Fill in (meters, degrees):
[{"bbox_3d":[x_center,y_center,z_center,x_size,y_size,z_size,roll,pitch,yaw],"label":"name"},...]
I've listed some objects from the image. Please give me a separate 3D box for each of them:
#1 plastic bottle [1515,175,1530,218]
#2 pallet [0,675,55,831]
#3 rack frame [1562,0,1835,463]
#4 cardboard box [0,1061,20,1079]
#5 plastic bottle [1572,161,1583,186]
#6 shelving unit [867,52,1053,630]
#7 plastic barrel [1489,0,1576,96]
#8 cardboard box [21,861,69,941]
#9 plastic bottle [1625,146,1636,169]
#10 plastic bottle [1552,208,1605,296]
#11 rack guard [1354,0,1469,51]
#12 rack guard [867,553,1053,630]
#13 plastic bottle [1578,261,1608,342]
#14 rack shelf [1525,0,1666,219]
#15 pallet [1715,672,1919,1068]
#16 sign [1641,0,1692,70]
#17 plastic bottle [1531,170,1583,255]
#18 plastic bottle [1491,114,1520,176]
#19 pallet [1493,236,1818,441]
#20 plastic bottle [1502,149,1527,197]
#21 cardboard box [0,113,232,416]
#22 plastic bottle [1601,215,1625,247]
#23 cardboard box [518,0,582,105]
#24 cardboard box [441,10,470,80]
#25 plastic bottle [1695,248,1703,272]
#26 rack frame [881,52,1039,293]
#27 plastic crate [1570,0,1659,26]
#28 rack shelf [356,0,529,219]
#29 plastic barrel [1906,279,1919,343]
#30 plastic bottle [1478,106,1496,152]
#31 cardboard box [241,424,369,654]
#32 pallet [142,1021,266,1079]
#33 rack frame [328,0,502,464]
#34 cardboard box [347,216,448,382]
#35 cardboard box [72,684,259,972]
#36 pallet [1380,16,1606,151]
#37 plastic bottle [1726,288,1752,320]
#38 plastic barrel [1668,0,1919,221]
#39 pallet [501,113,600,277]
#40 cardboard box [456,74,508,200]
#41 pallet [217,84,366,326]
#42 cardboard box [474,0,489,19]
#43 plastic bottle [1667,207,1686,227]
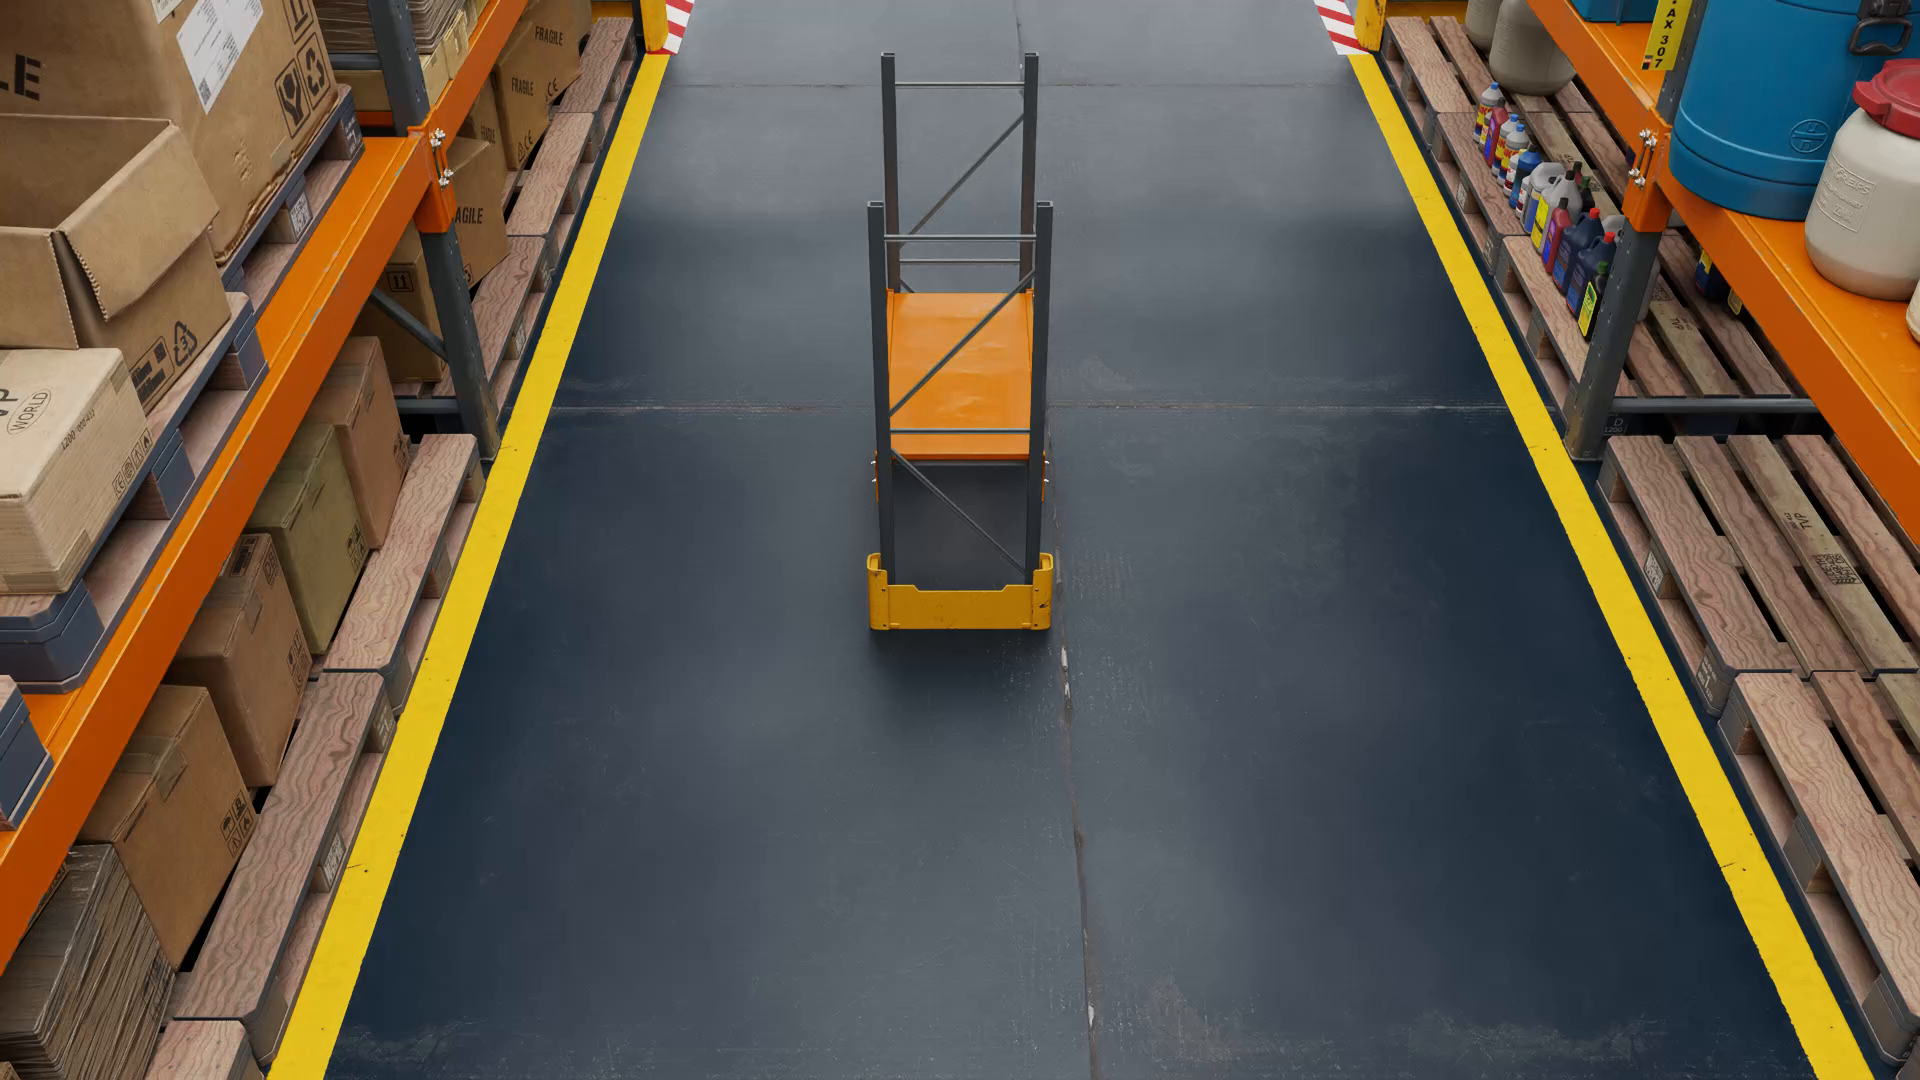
[{"bbox_3d":[2.431,-1.473,7.075,0.097,0.201,0.097,0,39,0],"label":"plastic bottle"},{"bbox_3d":[-2.311,0.641,2.705,1.213,0.211,1.003,0,39,0],"label":"pallet"},{"bbox_3d":[2.745,-1.493,5.215,1.000,3.000,0.127,0,39,0],"label":"rack frame"},{"bbox_3d":[-2.224,1.396,3.256,0.700,0.500,0.500,-2,39,-2],"label":"cardboard box"},{"bbox_3d":[2.565,-1.432,6.958,0.061,0.283,0.133,0,39,0],"label":"plastic bottle"},{"bbox_3d":[0.000,-0.633,5.340,0.587,1.500,1.083,0,39,0],"label":"shelving unit"},{"bbox_3d":[2.818,-2.463,8.078,0.421,0.512,0.421,0,39,0],"label":"plastic barrel"},{"bbox_3d":[-2.245,0.772,3.435,0.500,0.250,0.500,4,39,5],"label":"cardboard box"},{"bbox_3d":[3.047,-1.800,7.418,0.061,0.283,0.133,0,39,0],"label":"plastic bottle"},{"bbox_3d":[2.456,-1.154,6.558,0.144,0.351,0.185,-2,39,-2],"label":"plastic bottle"},{"bbox_3d":[2.787,-2.972,9.059,1.175,0.500,0.348,0,39,0],"label":"rack guard"},{"bbox_3d":[0.000,0.166,5.343,0.587,0.250,0.087,0,39,0],"label":"rack guard"},{"bbox_3d":[2.414,-0.906,6.302,0.061,0.283,0.133,2,39,2],"label":"plastic bottle"},{"bbox_3d":[2.742,-2.463,7.001,1.077,0.370,4.000,0,39,0],"label":"rack shelf"},{"bbox_3d":[2.789,0.851,4.520,1.003,0.211,1.213,0,39,0],"label":"pallet"},{"bbox_3d":[2.195,-1.608,5.136,0.100,0.325,0.005,0,39,0],"label":"sign"},{"bbox_3d":[2.455,-1.356,6.810,0.144,0.351,0.185,0,39,0],"label":"plastic bottle"},{"bbox_3d":[2.431,-1.753,7.369,0.097,0.271,0.097,0,39,0],"label":"plastic bottle"},{"bbox_3d":[2.786,-0.825,6.611,1.003,0.211,1.213,0,39,0],"label":"pallet"},{"bbox_3d":[2.431,-1.602,7.236,0.097,0.201,0.097,0,39,0],"label":"plastic bottle"},{"bbox_3d":[-2.114,-0.610,3.694,0.797,0.503,0.637,4,39,5],"label":"cardboard box"},{"bbox_3d":[2.604,-1.141,6.601,0.152,0.276,0.135,0,39,0],"label":"plastic bottle"},{"bbox_3d":[-2.194,-2.415,8.028,0.500,0.500,0.500,10,40,12],"label":"cardboard box"},{"bbox_3d":[-1.895,-1.683,5.652,0.380,0.149,0.250,0,39,0],"label":"cardboard box"},{"bbox_3d":[3.038,-1.196,6.674,0.097,0.271,0.097,0,39,0],"label":"plastic bottle"},{"bbox_3d":[-0.001,-0.957,5.744,0.500,1.500,0.032,0,39,0],"label":"rack frame"},{"bbox_3d":[2.472,-2.127,6.125,0.499,0.251,0.616,0,39,0],"label":"plastic crate"},{"bbox_3d":[-2.210,-2.460,6.996,1.077,0.370,4.000,0,39,0],"label":"rack shelf"},{"bbox_3d":[2.593,-0.612,4.225,0.301,0.262,0.301,0,39,0],"label":"plastic barrel"},{"bbox_3d":[2.431,-1.876,7.578,0.097,0.201,0.097,0,39,0],"label":"plastic bottle"},{"bbox_3d":[-2.247,-0.004,5.003,0.700,0.500,0.500,0,39,0],"label":"cardboard box"},{"bbox_3d":[-2.203,1.611,3.571,1.003,0.211,1.213,0,39,0],"label":"pallet"},{"bbox_3d":[-2.208,-1.490,5.210,1.000,3.000,0.127,0,39,0],"label":"rack frame"},{"bbox_3d":[-2.169,-0.928,6.173,0.500,0.500,0.500,-1,39,-1],"label":"cardboard box"},{"bbox_3d":[-2.245,0.695,4.131,0.700,0.500,0.500,3,39,4],"label":"cardboard box"},{"bbox_3d":[2.783,-2.351,8.515,1.003,0.211,1.213,0,39,0],"label":"pallet"},{"bbox_3d":[3.049,-1.006,6.428,0.061,0.283,0.133,0,39,0],"label":"plastic bottle"},{"bbox_3d":[2.442,-1.447,4.756,0.600,0.901,0.708,0,39,0],"label":"plastic barrel"},{"bbox_3d":[-2.249,-1.587,7.561,1.003,0.211,1.213,0,39,0],"label":"pallet"},{"bbox_3d":[-2.256,-1.675,7.104,0.500,0.500,0.500,-3,39,-4],"label":"cardboard box"},{"bbox_3d":[-2.353,-0.937,4.674,1.003,0.211,1.213,0,39,0],"label":"pallet"},{"bbox_3d":[-1.933,-1.995,6.042,0.380,0.149,0.250,0,39,0],"label":"cardboard box"},{"bbox_3d":[3.010,-1.475,7.019,0.152,0.276,0.135,0,39,0],"label":"plastic bottle"}]
